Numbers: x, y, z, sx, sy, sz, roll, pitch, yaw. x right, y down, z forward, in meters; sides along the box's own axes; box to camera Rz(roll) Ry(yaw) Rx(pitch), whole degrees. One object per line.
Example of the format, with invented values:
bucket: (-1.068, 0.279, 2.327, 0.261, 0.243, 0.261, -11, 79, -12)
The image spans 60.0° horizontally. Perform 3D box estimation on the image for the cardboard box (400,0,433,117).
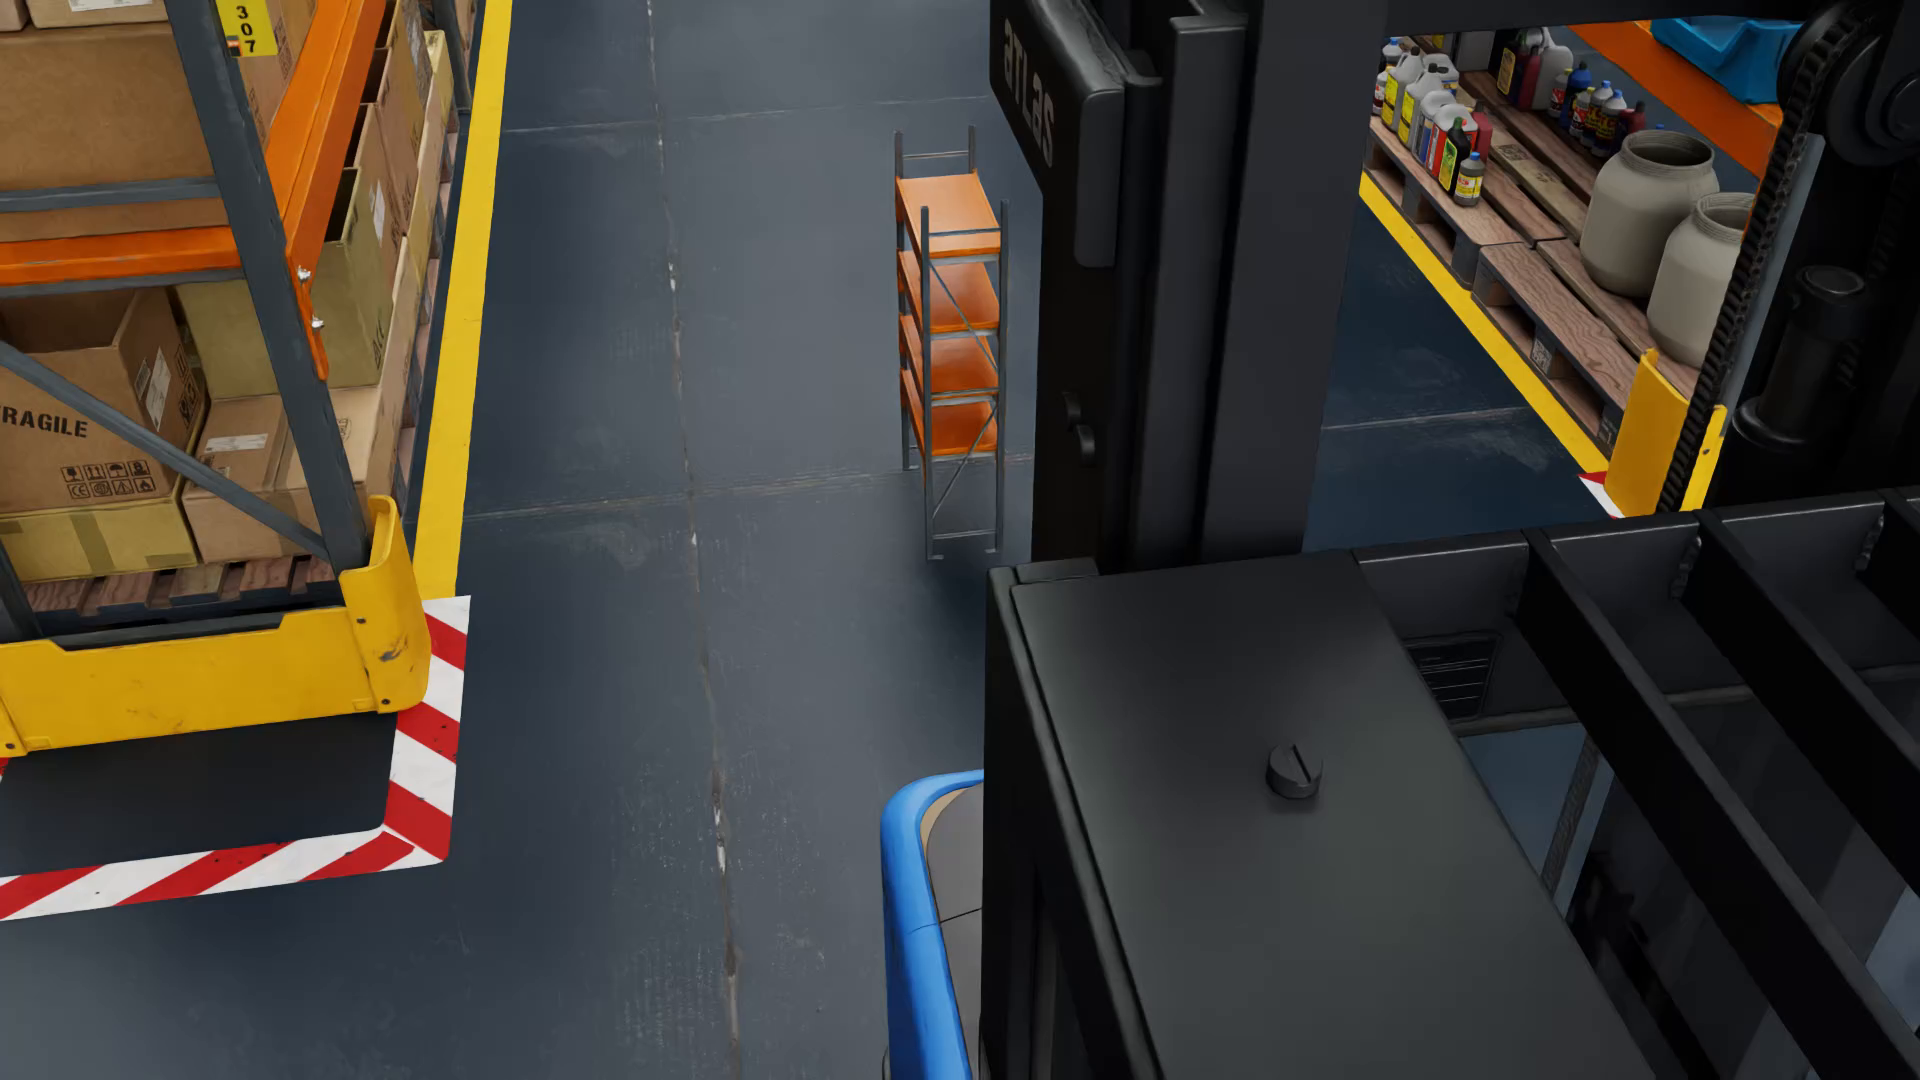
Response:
cardboard box: (-2.436, -2.003, 6.671, 0.500, 0.500, 0.500, -6, 38, -8)

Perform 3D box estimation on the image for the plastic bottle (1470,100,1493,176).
plastic bottle: (2.104, -1.631, 6.760, 0.061, 0.283, 0.133, -6, 38, -8)

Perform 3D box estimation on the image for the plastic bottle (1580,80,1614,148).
plastic bottle: (2.682, -1.793, 6.979, 0.097, 0.271, 0.097, 0, 38, 0)

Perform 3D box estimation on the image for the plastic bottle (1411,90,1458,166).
plastic bottle: (1.975, -1.700, 6.855, 0.152, 0.276, 0.135, -7, 38, -9)

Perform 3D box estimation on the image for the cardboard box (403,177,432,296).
cardboard box: (-2.243, -1.105, 6.126, 0.500, 0.250, 0.500, -6, 38, -8)

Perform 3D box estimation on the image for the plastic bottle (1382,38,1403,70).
plastic bottle: (1.898, -2.082, 7.351, 0.097, 0.271, 0.097, 0, 38, 0)

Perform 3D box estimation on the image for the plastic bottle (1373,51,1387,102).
plastic bottle: (1.823, -2.068, 7.322, 0.061, 0.283, 0.133, -5, 38, -6)

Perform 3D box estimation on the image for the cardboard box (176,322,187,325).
cardboard box: (-2.681, -0.745, 5.663, 0.500, 0.250, 0.500, -6, 38, -8)

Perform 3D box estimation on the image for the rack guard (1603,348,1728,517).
rack guard: (2.711, -0.355, 5.299, 1.175, 0.500, 0.348, -6, 38, -8)

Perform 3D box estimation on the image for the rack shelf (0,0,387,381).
rack shelf: (-2.458, -1.694, 5.572, 1.077, 0.370, 4.000, -6, 38, -8)

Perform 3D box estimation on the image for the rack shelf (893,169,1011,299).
rack shelf: (-0.029, -0.884, 4.770, 0.258, 0.148, 0.480, -6, 38, -8)

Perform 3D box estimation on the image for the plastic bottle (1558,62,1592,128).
plastic bottle: (2.646, -1.916, 7.136, 0.097, 0.271, 0.097, 0, 38, 0)

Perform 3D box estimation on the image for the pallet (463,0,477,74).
pallet: (-2.976, -2.526, 8.330, 1.003, 0.211, 1.213, -6, 38, -8)

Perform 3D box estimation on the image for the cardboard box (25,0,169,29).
cardboard box: (-1.964, -1.326, 3.902, 0.380, 0.149, 0.250, -6, 38, -8)

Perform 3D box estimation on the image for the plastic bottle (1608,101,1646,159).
plastic bottle: (2.738, -1.669, 6.809, 0.061, 0.283, 0.133, -6, 38, -7)

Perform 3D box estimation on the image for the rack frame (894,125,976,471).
rack frame: (-0.072, -0.721, 5.200, 0.240, 1.200, 0.015, -6, 38, -8)

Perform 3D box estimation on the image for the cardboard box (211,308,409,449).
cardboard box: (-2.073, -0.500, 5.348, 0.500, 0.250, 0.500, -6, 38, -8)

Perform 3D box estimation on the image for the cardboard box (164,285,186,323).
cardboard box: (-2.684, -1.041, 5.433, 0.500, 0.500, 0.500, -6, 38, -8)

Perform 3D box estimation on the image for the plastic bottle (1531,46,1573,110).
plastic bottle: (2.581, -2.048, 7.302, 0.152, 0.276, 0.135, -6, 38, -7)

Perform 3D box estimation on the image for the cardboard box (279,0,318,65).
cardboard box: (-2.354, -1.711, 4.925, 0.700, 0.500, 0.500, -6, 38, -8)

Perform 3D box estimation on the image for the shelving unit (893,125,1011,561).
shelving unit: (-0.029, -0.574, 5.011, 0.258, 1.200, 0.503, -6, 38, -8)

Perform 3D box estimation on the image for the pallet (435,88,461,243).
pallet: (-2.710, -1.601, 7.138, 1.003, 0.211, 1.213, -6, 38, -8)

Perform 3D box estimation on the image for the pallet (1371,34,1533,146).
pallet: (2.146, -2.206, 7.917, 1.003, 0.211, 1.213, -6, 38, -8)

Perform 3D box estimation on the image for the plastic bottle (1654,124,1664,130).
plastic bottle: (2.759, -1.526, 6.634, 0.097, 0.271, 0.097, 0, 38, 0)

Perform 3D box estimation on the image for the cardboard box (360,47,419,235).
cardboard box: (-2.242, -1.401, 5.896, 0.500, 0.500, 0.500, -6, 38, -8)

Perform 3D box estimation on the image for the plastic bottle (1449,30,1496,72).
plastic bottle: (2.358, -2.310, 7.640, 0.152, 0.276, 0.135, -6, 38, -8)

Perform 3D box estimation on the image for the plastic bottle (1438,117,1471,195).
plastic bottle: (1.978, -1.533, 6.634, 0.061, 0.283, 0.133, -5, 38, -7)

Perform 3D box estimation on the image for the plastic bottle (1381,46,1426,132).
plastic bottle: (1.910, -1.942, 7.105, 0.144, 0.351, 0.185, -7, 38, -8)

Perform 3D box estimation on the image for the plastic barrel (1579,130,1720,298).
plastic barrel: (2.492, -1.176, 6.005, 0.421, 0.512, 0.421, 0, 38, 0)

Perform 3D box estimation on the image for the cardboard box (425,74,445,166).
cardboard box: (-2.434, -1.707, 6.901, 0.500, 0.250, 0.500, -6, 38, -8)

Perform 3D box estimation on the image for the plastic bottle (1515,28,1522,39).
plastic bottle: (2.569, -2.250, 7.557, 0.061, 0.283, 0.133, -4, 38, -5)

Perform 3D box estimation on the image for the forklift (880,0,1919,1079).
forklift: (1.155, -1.447, 4.097, 3.399, 3.703, 9.586, -6, 38, -8)

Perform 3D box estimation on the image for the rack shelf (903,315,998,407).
rack shelf: (-0.029, -0.552, 5.028, 0.221, 0.050, 0.457, -6, 38, -8)

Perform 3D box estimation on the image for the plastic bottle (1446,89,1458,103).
plastic bottle: (2.053, -1.810, 7.057, 0.097, 0.201, 0.097, 0, 38, 0)

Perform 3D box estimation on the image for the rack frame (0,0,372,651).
rack frame: (-2.107, -0.771, 3.797, 1.000, 3.000, 0.127, -6, 38, -8)

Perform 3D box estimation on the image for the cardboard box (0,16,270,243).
cardboard box: (-2.176, -1.093, 4.131, 0.700, 0.500, 0.500, -6, 38, -8)

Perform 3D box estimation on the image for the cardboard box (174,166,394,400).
cardboard box: (-2.072, -0.796, 5.118, 0.500, 0.500, 0.500, -6, 38, -8)

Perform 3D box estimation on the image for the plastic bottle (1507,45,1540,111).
plastic bottle: (2.476, -2.039, 7.285, 0.061, 0.283, 0.133, -6, 38, -8)

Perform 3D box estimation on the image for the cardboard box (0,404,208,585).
cardboard box: (-2.492, -0.143, 4.888, 0.500, 0.250, 0.500, -6, 38, -8)
